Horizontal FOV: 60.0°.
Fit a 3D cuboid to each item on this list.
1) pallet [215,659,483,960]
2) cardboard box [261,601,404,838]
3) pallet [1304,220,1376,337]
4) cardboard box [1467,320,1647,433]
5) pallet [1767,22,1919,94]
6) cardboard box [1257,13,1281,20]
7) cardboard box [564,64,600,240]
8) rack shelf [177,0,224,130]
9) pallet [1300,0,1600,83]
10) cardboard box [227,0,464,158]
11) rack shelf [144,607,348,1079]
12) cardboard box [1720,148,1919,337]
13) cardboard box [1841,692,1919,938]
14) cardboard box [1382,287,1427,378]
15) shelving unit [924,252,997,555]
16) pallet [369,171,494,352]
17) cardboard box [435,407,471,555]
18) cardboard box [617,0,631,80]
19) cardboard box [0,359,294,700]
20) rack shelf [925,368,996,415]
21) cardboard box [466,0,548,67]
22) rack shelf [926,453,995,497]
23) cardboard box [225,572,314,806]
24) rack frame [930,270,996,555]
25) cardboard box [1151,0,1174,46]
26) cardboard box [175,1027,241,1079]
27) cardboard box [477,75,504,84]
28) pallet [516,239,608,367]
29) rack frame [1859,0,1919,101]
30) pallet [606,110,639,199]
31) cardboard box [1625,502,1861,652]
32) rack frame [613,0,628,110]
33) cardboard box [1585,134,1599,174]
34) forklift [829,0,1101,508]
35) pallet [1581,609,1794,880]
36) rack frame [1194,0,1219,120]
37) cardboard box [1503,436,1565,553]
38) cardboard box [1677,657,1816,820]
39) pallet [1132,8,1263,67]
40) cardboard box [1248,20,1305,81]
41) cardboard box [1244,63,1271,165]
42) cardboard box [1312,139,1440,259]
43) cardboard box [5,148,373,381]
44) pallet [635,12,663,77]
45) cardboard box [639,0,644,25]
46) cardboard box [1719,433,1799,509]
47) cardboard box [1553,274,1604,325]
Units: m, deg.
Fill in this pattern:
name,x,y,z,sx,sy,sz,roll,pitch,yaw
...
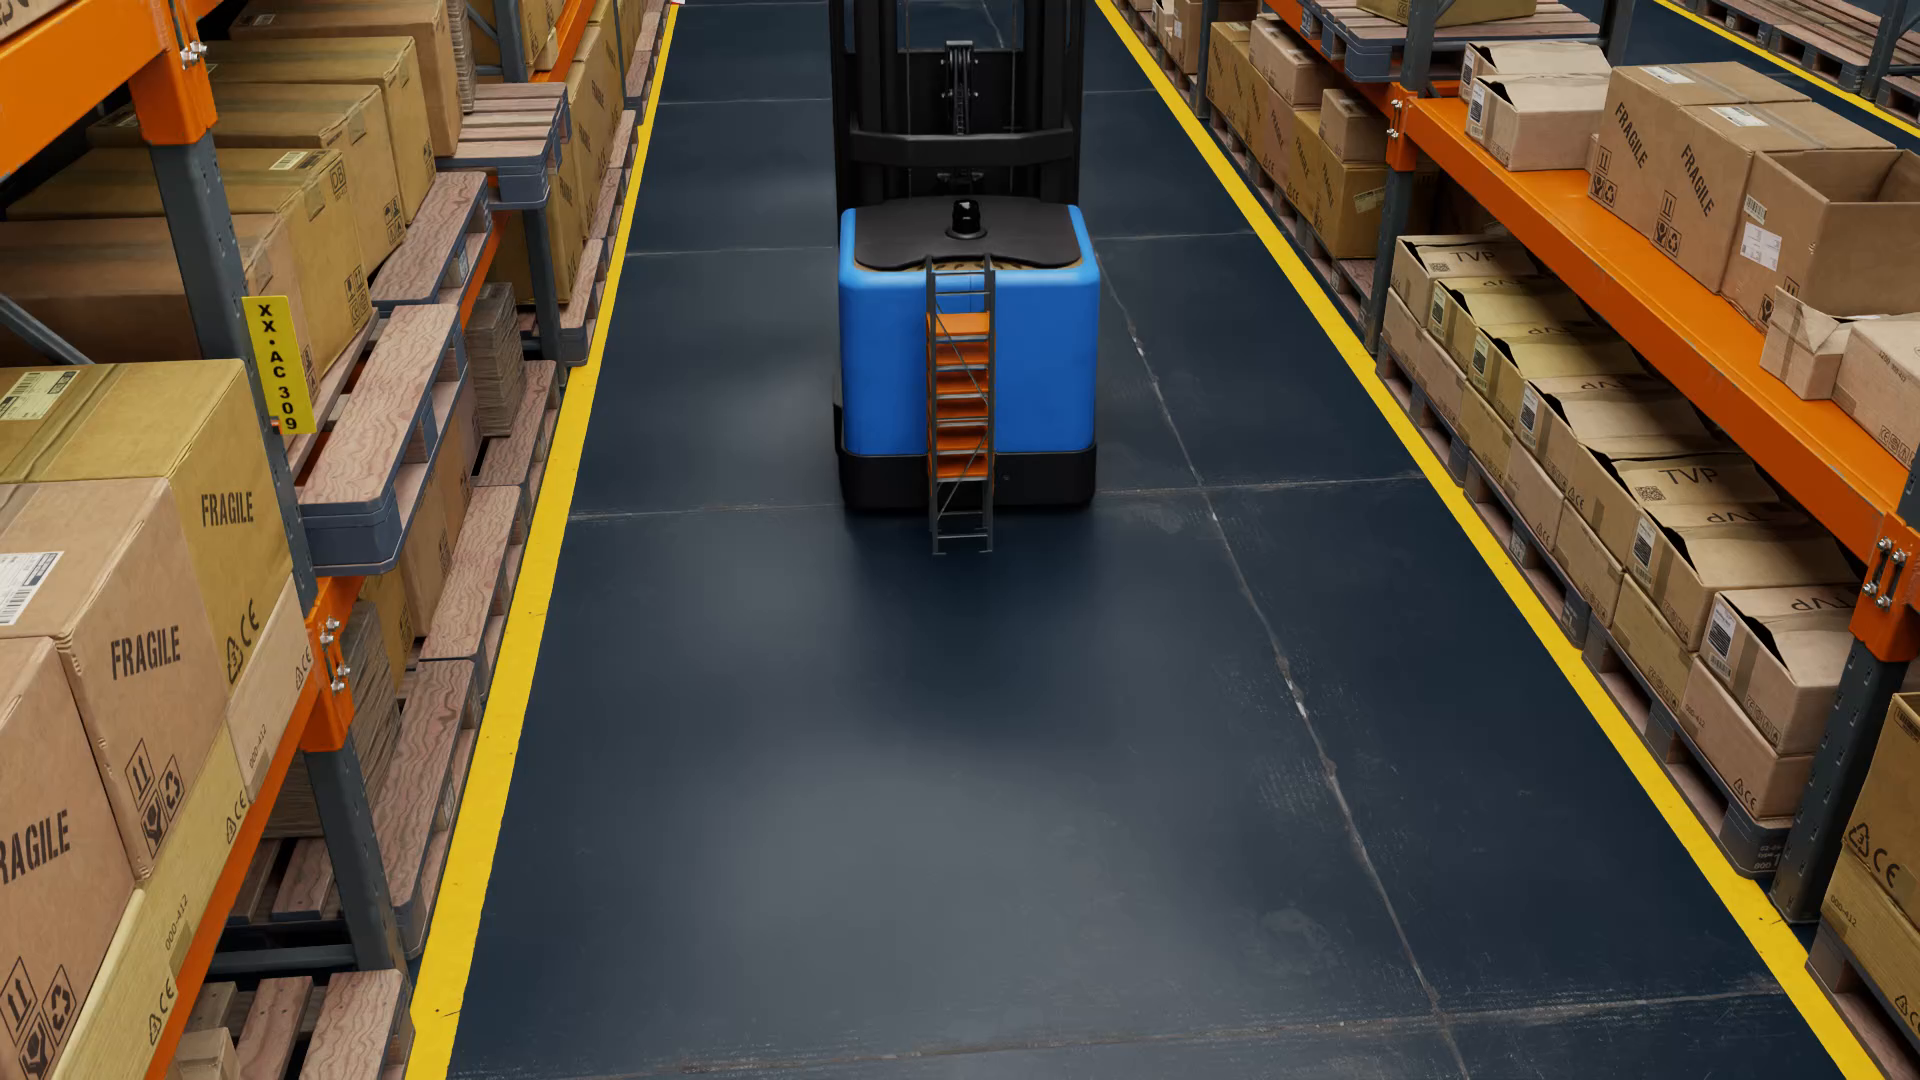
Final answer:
name,x,y,z,sx,sy,sz,roll,pitch,yaw
pallet,-2.093,0.825,5.163,1.003,0.211,1.213,-3,31,-5
cardboard box,-2.105,0.535,4.939,0.700,0.500,0.500,-2,31,-3
pallet,2.507,-1.442,8.958,1.003,0.211,1.213,-3,31,-5
cardboard box,2.398,-0.687,6.700,0.500,0.311,0.500,-4,31,-6
pallet,6.990,-3.710,12.756,1.003,0.211,1.213,-3,31,-5
cardboard box,2.250,-3.937,12.750,0.380,0.166,0.250,-3,31,-5
cardboard box,-2.407,-2.104,9.033,0.750,0.750,0.750,-3,31,-5
rack shelf,-2.206,-1.975,4.907,1.077,0.370,4.000,-3,31,-5
pallet,2.405,-2.516,8.225,1.213,0.211,1.003,-3,31,-5
cardboard box,-2.260,-1.725,6.187,0.700,0.500,0.500,-6,31,-9
rack shelf,-1.832,1.355,2.257,1.077,0.370,4.000,-3,31,-5
cardboard box,2.808,-0.919,5.265,0.500,0.500,0.500,-1,31,-1
cardboard box,2.644,0.716,4.167,0.500,0.500,0.500,-3,31,-5
cardboard box,2.295,-0.975,7.728,0.500,0.250,0.500,-3,31,-5
shelving unit,0.001,-0.508,6.430,0.258,1.200,0.189,-3,31,-5
pallet,-2.167,-0.926,5.562,1.003,0.211,1.213,-3,31,-5
cardboard box,-2.267,-0.247,6.246,0.700,0.500,0.500,-3,31,-5
cardboard box,-2.734,-3.553,11.801,0.700,0.500,0.500,-2,31,-4
cardboard box,-1.667,-0.014,3.244,0.500,0.500,0.500,-3,31,-5
rack shelf,0.001,-0.573,6.391,0.258,0.103,0.180,-3,31,-5
cardboard box,-2.184,-2.456,7.530,0.500,0.500,0.500,-2,31,-3
rack shelf,0.001,-0.264,6.576,0.258,0.103,0.180,-3,31,-5
cardboard box,-1.673,0.308,3.435,0.500,0.250,0.500,-3,31,-4
rack frame,0.010,-0.461,6.352,0.240,1.200,0.006,-3,31,-5
cardboard box,1.759,-3.993,12.703,0.500,0.311,0.500,-3,31,-5
cardboard box,-1.939,1.324,3.941,0.380,0.166,0.250,-7,32,-11
cardboard box,-2.193,-2.097,7.561,0.380,0.149,0.250,-3,31,-5
pallet,-2.392,-1.226,8.597,1.003,0.211,1.213,-3,31,-5
rack frame,7.097,-4.534,11.415,1.000,3.000,0.127,-3,31,-5
pallet,-2.620,-2.472,10.682,1.003,0.211,1.213,-3,31,-5
cardboard box,2.534,0.087,5.404,0.500,0.311,0.500,-2,31,-3
rack frame,-2.767,-4.059,10.621,1.000,3.000,0.127,-3,31,-5
cardboard box,2.714,-1.500,6.581,0.380,0.149,0.250,-1,31,-1
forklift,-0.023,-2.112,7.427,1.130,2.935,3.031,-1,31,-2
pallet,2.805,0.609,5.525,1.003,0.211,1.213,-3,31,-5
rack frame,2.165,-4.298,11.021,1.000,3.000,0.127,-3,31,-5
cardboard box,2.445,-0.191,6.416,0.500,0.250,0.500,-2,31,-4
cardboard box,2.585,0.588,5.112,0.500,0.250,0.500,-3,31,-5
pallet,1.985,-4.076,13.369,1.003,0.211,1.213,-3,31,-5
cardboard box,2.061,-2.967,10.069,0.500,0.250,0.500,-3,31,-4
cardboard box,2.068,-2.628,10.233,0.500,0.500,0.500,-2,31,-4
cardboard box,2.218,-1.838,8.911,0.500,0.500,0.500,-2,31,-3
cardboard box,-2.078,-0.754,4.560,0.700,0.500,0.500,0,31,1
pallet,-2.877,-3.878,13.037,1.003,0.211,1.213,-3,31,-5
cardboard box,-2.881,-4.344,13.125,0.700,0.500,0.500,-4,31,-6
cardboard box,3.031,-0.197,5.880,0.500,0.311,0.500,-4,31,-6
cardboard box,2.888,-0.976,7.184,0.500,0.311,0.500,-3,31,-5
